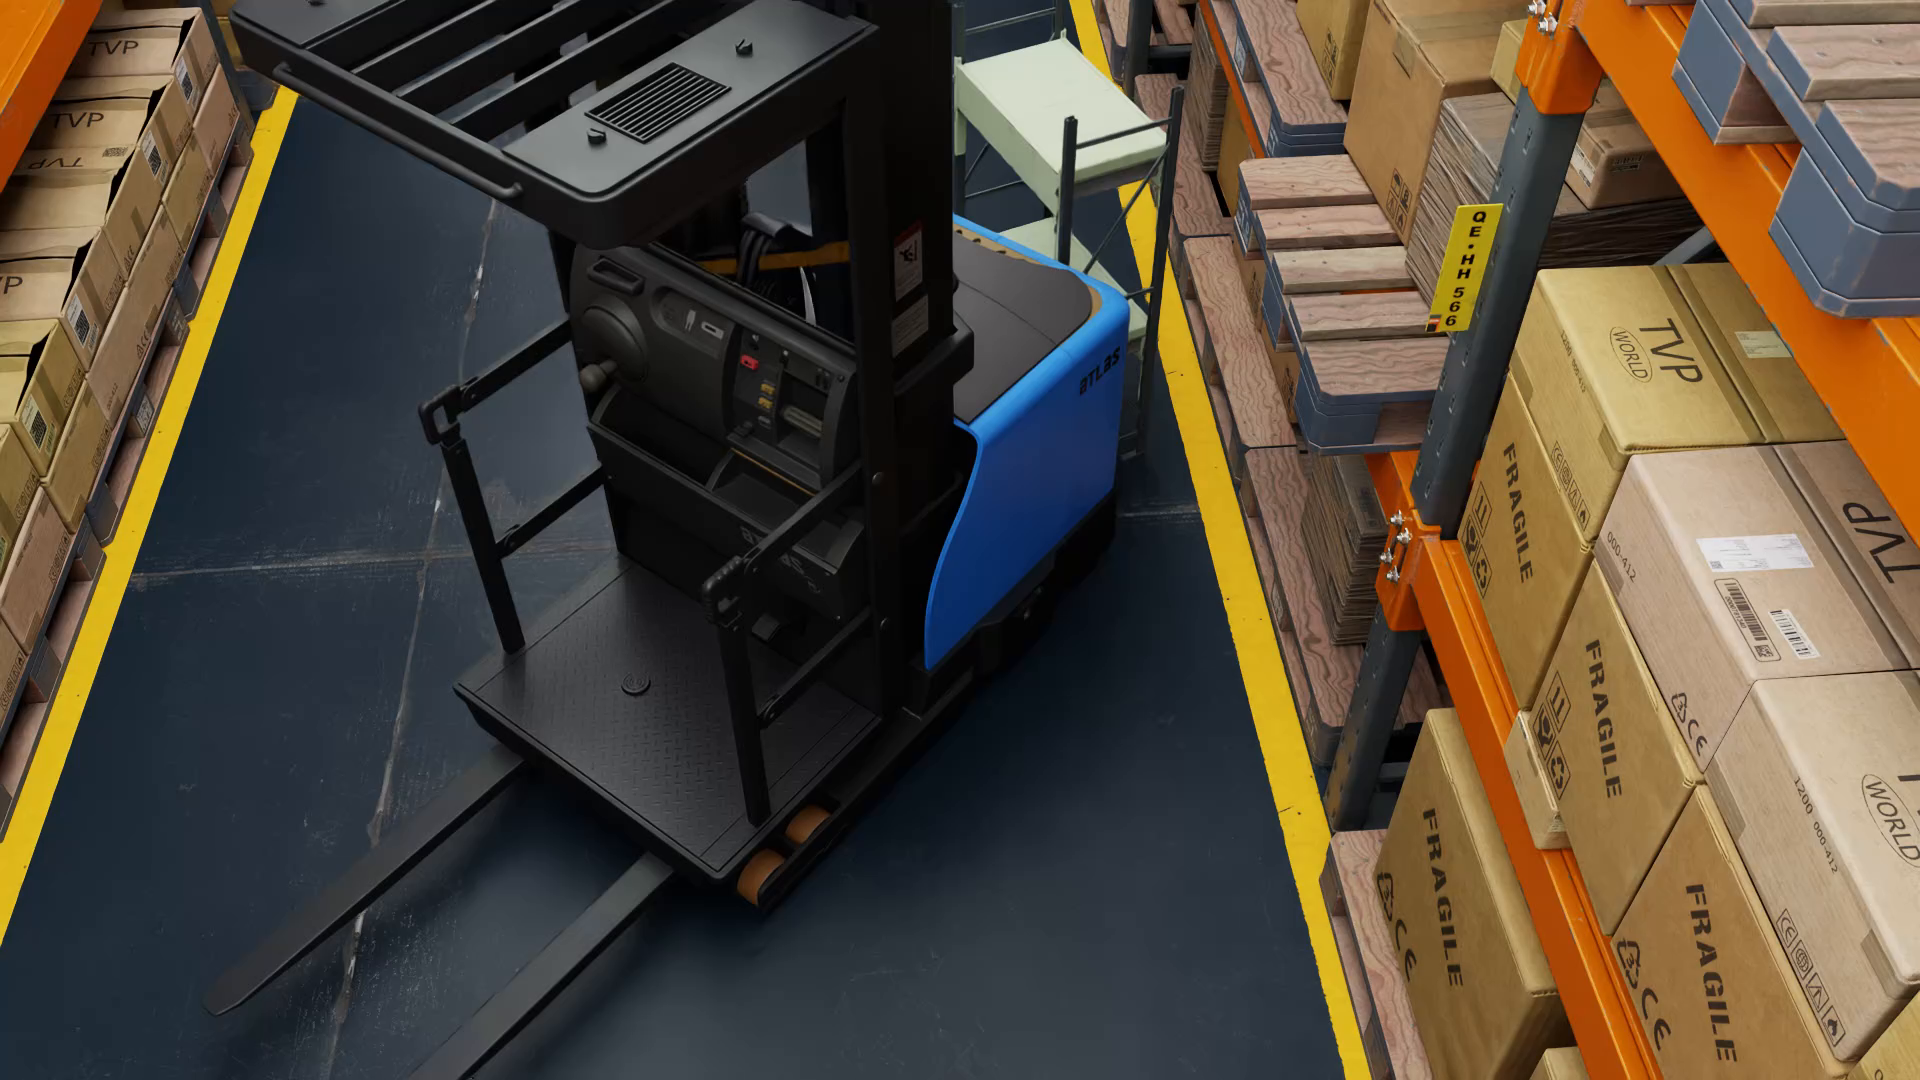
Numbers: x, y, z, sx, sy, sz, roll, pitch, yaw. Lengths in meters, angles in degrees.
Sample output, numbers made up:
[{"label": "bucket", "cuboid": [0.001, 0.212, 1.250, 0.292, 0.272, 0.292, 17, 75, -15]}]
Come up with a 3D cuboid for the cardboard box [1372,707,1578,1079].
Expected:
[{"label": "cardboard box", "cuboid": [1.526, 0.902, 4.021, 0.750, 0.750, 0.750, -4, 47, -4]}]

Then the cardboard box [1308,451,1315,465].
[{"label": "cardboard box", "cuboid": [1.555, -0.422, 5.503, 0.700, 0.500, 0.500, -4, 47, -3]}]

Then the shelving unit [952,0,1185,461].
[{"label": "shelving unit", "cuboid": [0.324, -1.011, 5.674, 0.431, 1.500, 0.755, -20, 50, -18]}]

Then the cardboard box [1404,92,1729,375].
[{"label": "cardboard box", "cuboid": [1.545, -0.758, 4.030, 0.700, 0.500, 0.500, -8, 47, -8]}]

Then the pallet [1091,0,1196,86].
[{"label": "pallet", "cuboid": [1.168, -2.652, 8.116, 1.003, 0.211, 1.213, -3, 47, -3]}]

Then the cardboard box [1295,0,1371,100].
[{"label": "cardboard box", "cuboid": [1.419, -1.658, 4.883, 0.700, 0.500, 0.500, -3, 47, -3]}]

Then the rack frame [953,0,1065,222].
[{"label": "rack frame", "cuboid": [0.161, -1.249, 5.900, 0.400, 1.500, 0.023, -20, 50, -18]}]

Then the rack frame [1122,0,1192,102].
[{"label": "rack frame", "cuboid": [1.260, -3.127, 6.646, 1.000, 3.000, 0.127, -3, 47, -3]}]

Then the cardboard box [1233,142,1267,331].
[{"label": "cardboard box", "cuboid": [1.434, -1.145, 6.187, 0.700, 0.500, 0.500, -3, 47, -3]}]

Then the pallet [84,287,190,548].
[{"label": "pallet", "cuboid": [-3.470, -0.449, 6.030, 1.003, 0.211, 1.213, -3, 47, -3]}]

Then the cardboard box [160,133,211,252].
[{"label": "cardboard box", "cuboid": [-3.312, -1.374, 6.590, 0.500, 0.250, 0.500, -4, 47, -4]}]

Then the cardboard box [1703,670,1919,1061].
[{"label": "cardboard box", "cuboid": [1.467, 0.460, 2.444, 0.500, 0.250, 0.500, -3, 47, -3]}]

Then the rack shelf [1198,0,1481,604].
[{"label": "rack shelf", "cuboid": [1.427, -1.433, 5.536, 1.077, 0.370, 4.000, -3, 47, -3]}]

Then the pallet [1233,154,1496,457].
[{"label": "pallet", "cuboid": [1.429, -0.676, 4.457, 1.213, 0.211, 1.003, -3, 47, -3]}]

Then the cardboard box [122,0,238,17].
[{"label": "cardboard box", "cuboid": [-3.403, -2.635, 7.267, 0.500, 0.500, 0.500, -3, 47, -3]}]

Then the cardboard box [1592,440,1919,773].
[{"label": "cardboard box", "cuboid": [1.422, 0.099, 2.787, 0.500, 0.250, 0.500, -4, 47, -4]}]

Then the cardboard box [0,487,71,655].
[{"label": "cardboard box", "cuboid": [-3.135, 0.111, 5.183, 0.500, 0.250, 0.500, -5, 47, -4]}]

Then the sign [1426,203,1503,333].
[{"label": "sign", "cuboid": [1.055, -0.564, 3.475, 0.100, 0.325, 0.005, -3, 47, -3]}]

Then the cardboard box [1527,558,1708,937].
[{"label": "cardboard box", "cuboid": [1.415, 0.370, 3.046, 0.500, 0.500, 0.500, -2, 47, -2]}]

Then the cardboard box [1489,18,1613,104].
[{"label": "cardboard box", "cuboid": [1.494, -1.121, 3.927, 0.380, 0.149, 0.250, -11, 47, -10]}]

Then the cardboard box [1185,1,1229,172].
[{"label": "cardboard box", "cuboid": [1.338, -1.887, 6.890, 0.700, 0.500, 0.500, -2, 47, -2]}]

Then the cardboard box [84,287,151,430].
[{"label": "cardboard box", "cuboid": [-3.227, -0.635, 5.890, 0.500, 0.250, 0.500, -3, 47, -2]}]

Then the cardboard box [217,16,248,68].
[{"label": "cardboard box", "cuboid": [-3.413, -2.376, 7.539, 0.500, 0.250, 0.500, -3, 47, -3]}]

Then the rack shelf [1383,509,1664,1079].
[{"label": "rack shelf", "cuboid": [1.762, 1.461, 2.795, 1.077, 0.370, 4.000, -3, 47, -3]}]

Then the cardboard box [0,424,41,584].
[{"label": "cardboard box", "cuboid": [-3.145, -0.097, 4.994, 0.500, 0.311, 0.500, -5, 47, -4]}]

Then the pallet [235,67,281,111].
[{"label": "pallet", "cuboid": [-3.701, -2.442, 7.918, 1.003, 0.211, 1.213, -3, 47, -3]}]

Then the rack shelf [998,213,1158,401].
[{"label": "rack shelf", "cuboid": [0.324, -0.787, 5.911, 0.431, 0.370, 0.720, -20, 50, -18]}]

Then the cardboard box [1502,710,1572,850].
[{"label": "cardboard box", "cuboid": [1.342, 0.479, 3.390, 0.380, 0.149, 0.250, -2, 47, -2]}]

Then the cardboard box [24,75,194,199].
[{"label": "cardboard box", "cuboid": [-3.307, -1.563, 6.383, 0.500, 0.311, 0.500, -2, 47, -2]}]

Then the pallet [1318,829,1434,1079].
[{"label": "pallet", "cuboid": [1.586, 1.301, 4.373, 1.003, 0.211, 1.213, -3, 47, -3]}]

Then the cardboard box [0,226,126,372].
[{"label": "cardboard box", "cuboid": [-3.229, -0.838, 5.696, 0.500, 0.311, 0.500, -4, 47, -4]}]

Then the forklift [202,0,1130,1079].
[{"label": "forklift", "cuboid": [-0.774, -0.373, 4.084, 1.130, 2.935, 3.031, 29, 53, 25]}]

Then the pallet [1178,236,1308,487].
[{"label": "pallet", "cuboid": [1.432, -0.720, 6.287, 1.003, 0.211, 1.213, -3, 47, -3]}]
